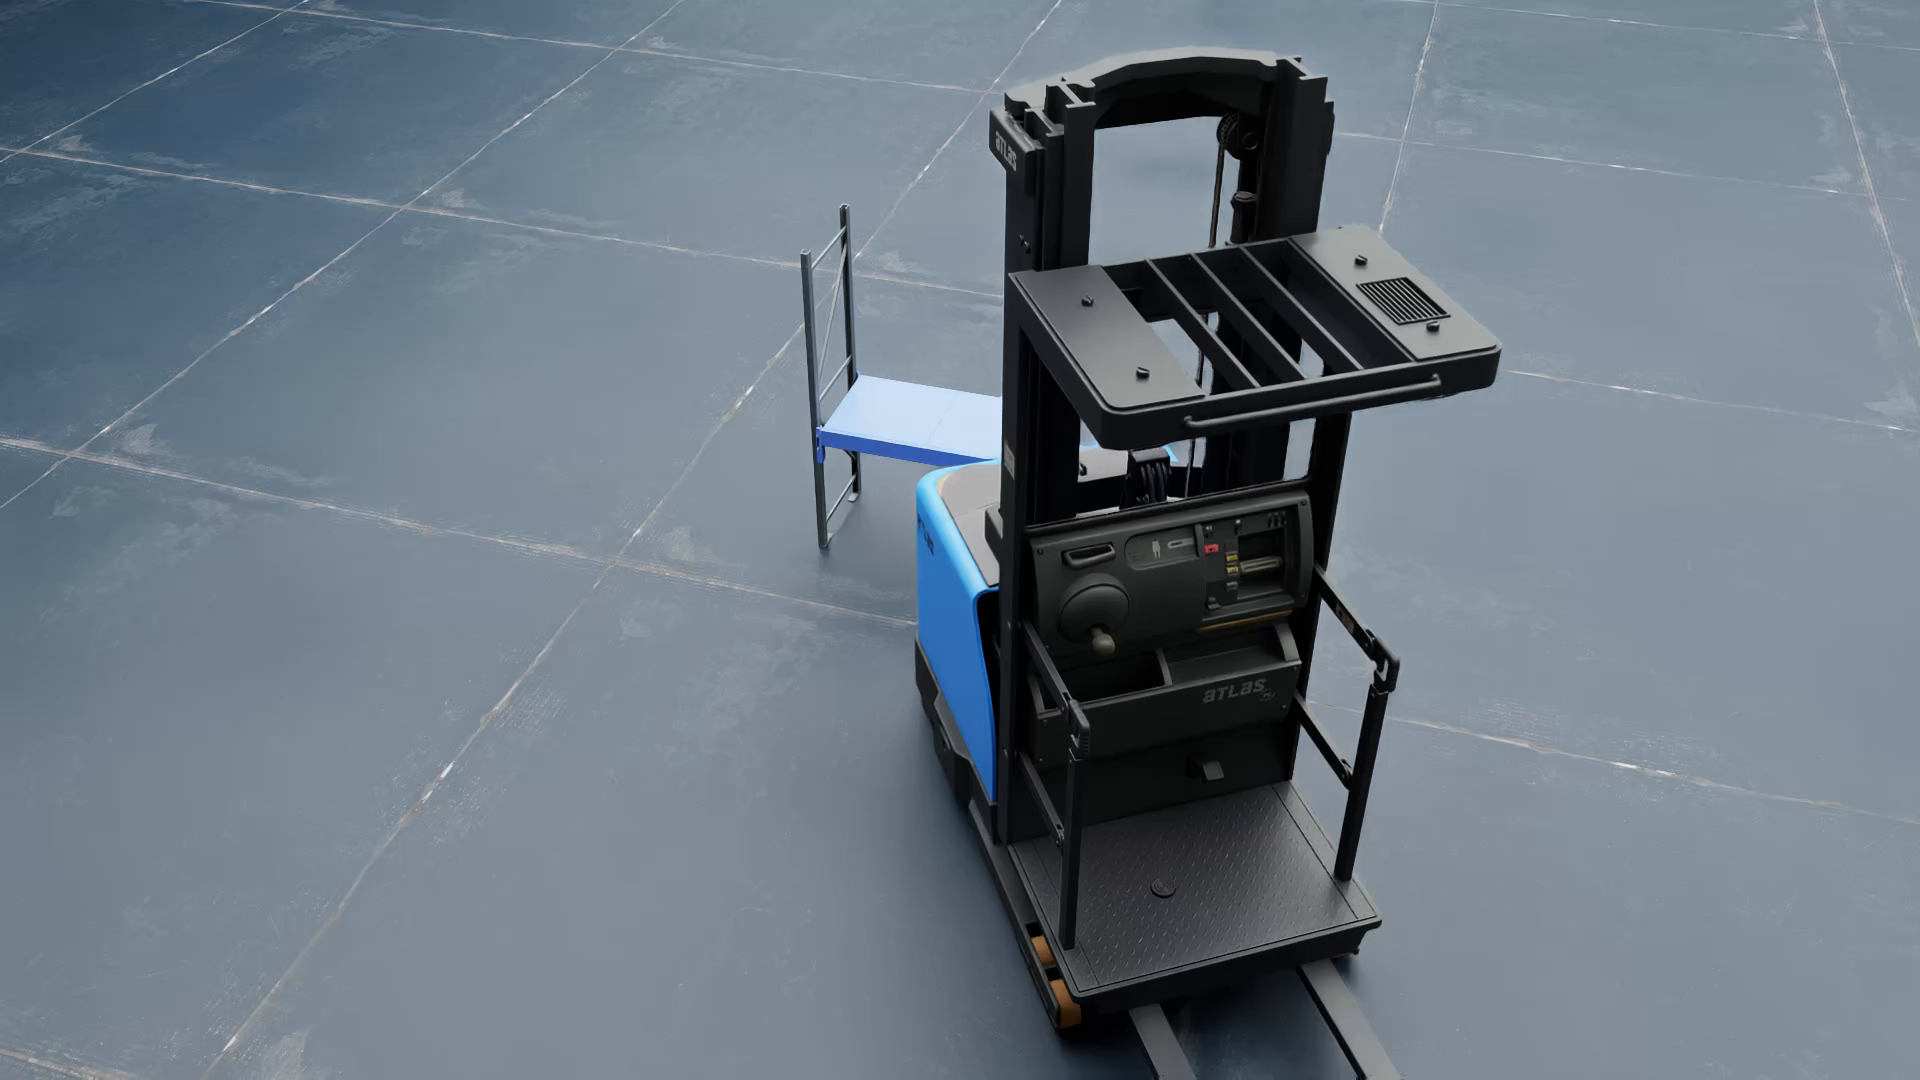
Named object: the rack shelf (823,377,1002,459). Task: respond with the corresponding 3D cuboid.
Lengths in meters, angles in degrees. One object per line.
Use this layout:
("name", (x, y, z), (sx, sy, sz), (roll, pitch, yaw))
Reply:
("rack shelf", (-0.081, -0.514, 7.404), (0.952, 0.062, 0.459), (10, 38, 14))

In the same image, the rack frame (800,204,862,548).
("rack frame", (-0.567, -0.709, 7.448), (0.032, 1.500, 0.500), (10, 38, 14))

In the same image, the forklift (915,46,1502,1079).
("forklift", (0.737, 0.177, 5.037), (1.130, 2.935, 3.031), (-10, 38, -14))

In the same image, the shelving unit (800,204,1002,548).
("shelving unit", (-0.081, -0.619, 7.326), (1.048, 1.500, 0.500), (10, 38, 14))
